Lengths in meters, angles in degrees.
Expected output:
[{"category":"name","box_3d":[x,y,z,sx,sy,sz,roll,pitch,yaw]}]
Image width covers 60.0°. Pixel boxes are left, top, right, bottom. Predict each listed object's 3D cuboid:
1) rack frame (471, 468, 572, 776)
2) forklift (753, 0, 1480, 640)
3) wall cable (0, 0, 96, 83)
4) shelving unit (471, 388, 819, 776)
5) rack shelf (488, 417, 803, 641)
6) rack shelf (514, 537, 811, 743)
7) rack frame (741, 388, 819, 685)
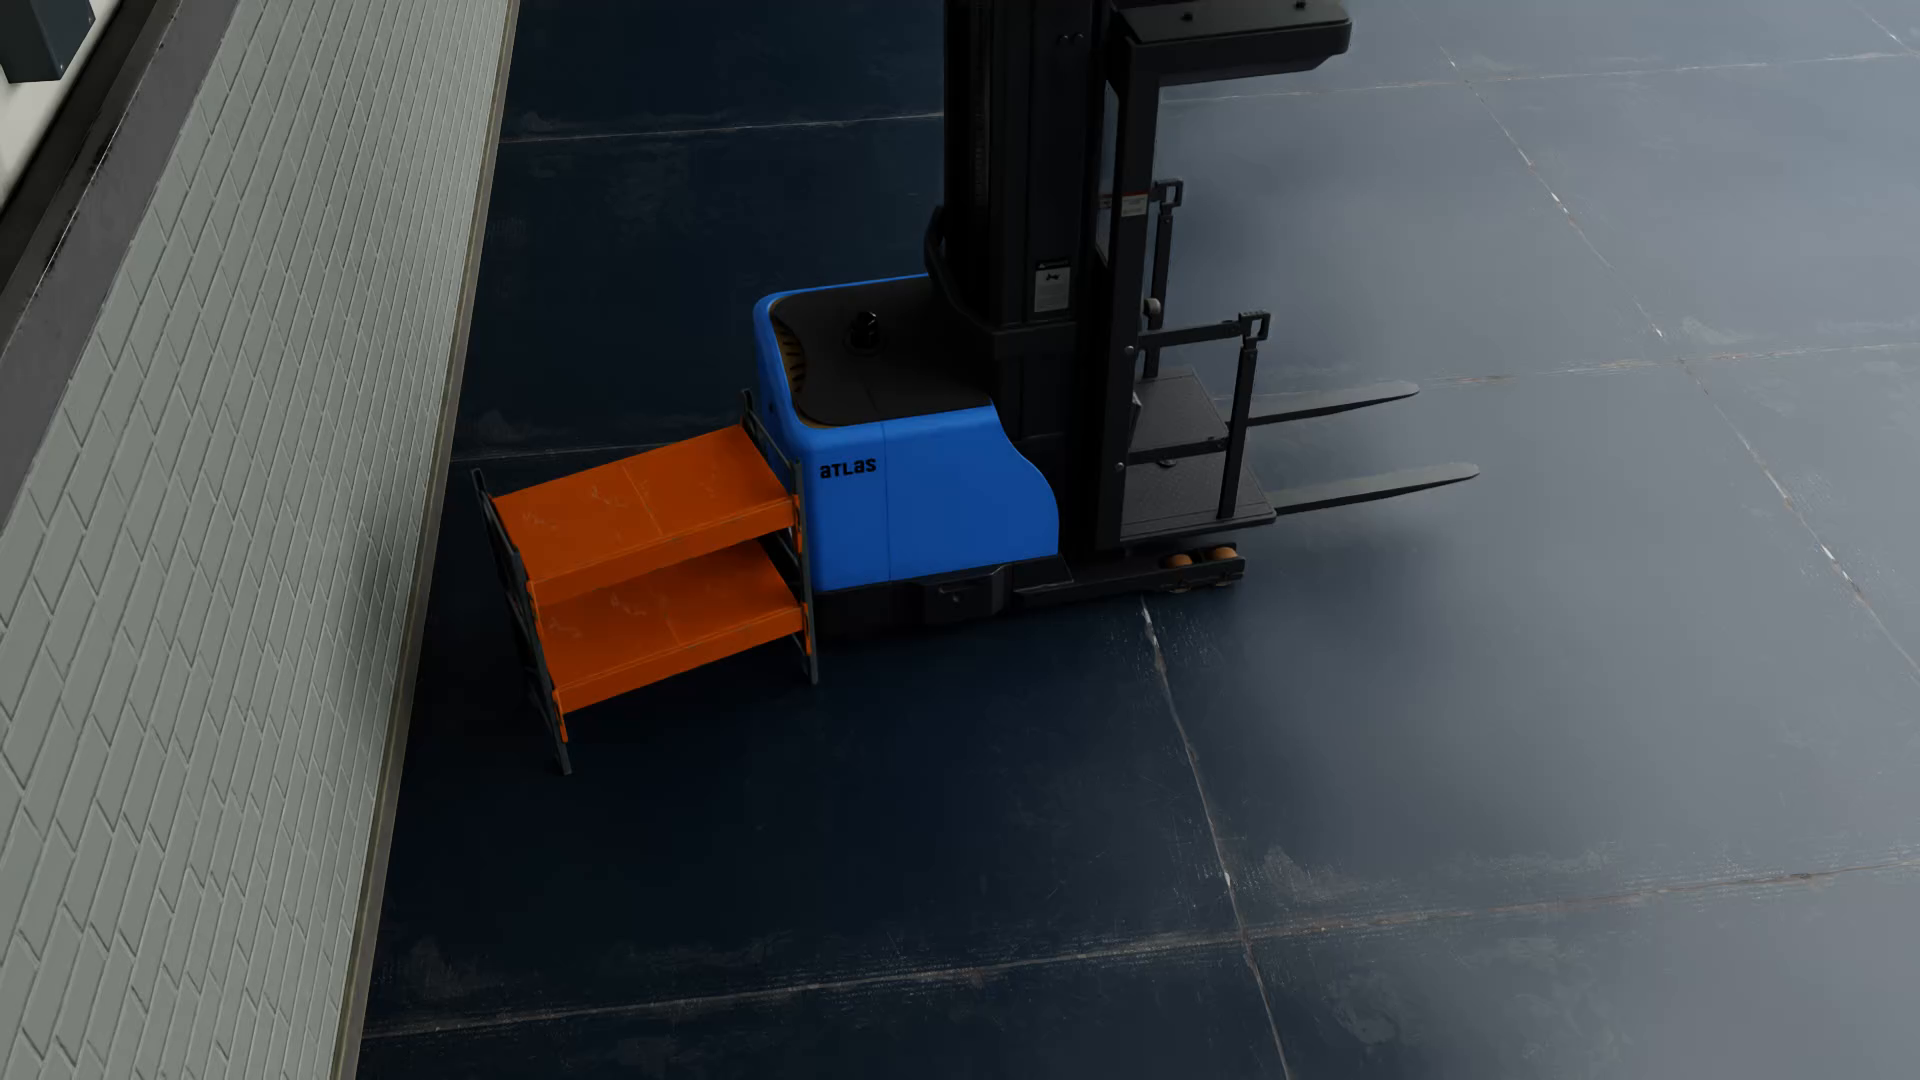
[{"category":"rack frame","box_3d":[-1.591,0.317,6.054,0.032,1.125,0.500,-19,45,-20]},{"category":"forklift","box_3d":[0.719,-1.201,6.394,3.031,2.935,1.130,-9,43,-10]},{"category":"wall cable","box_3d":[-2.114,-3.976,2.400,0.169,6.003,2.305,-5,42,-6]},{"category":"shelving unit","box_3d":[-1.140,0.161,6.229,1.048,1.125,0.538,-19,45,-20]},{"category":"rack shelf","box_3d":[-1.139,-0.057,6.034,1.000,0.278,0.538,-19,45,-20]},{"category":"rack shelf","box_3d":[-1.140,0.343,6.393,1.000,0.278,0.538,-19,45,-20]},{"category":"rack frame","box_3d":[-0.689,0.005,6.405,0.032,1.125,0.500,-19,45,-20]}]
